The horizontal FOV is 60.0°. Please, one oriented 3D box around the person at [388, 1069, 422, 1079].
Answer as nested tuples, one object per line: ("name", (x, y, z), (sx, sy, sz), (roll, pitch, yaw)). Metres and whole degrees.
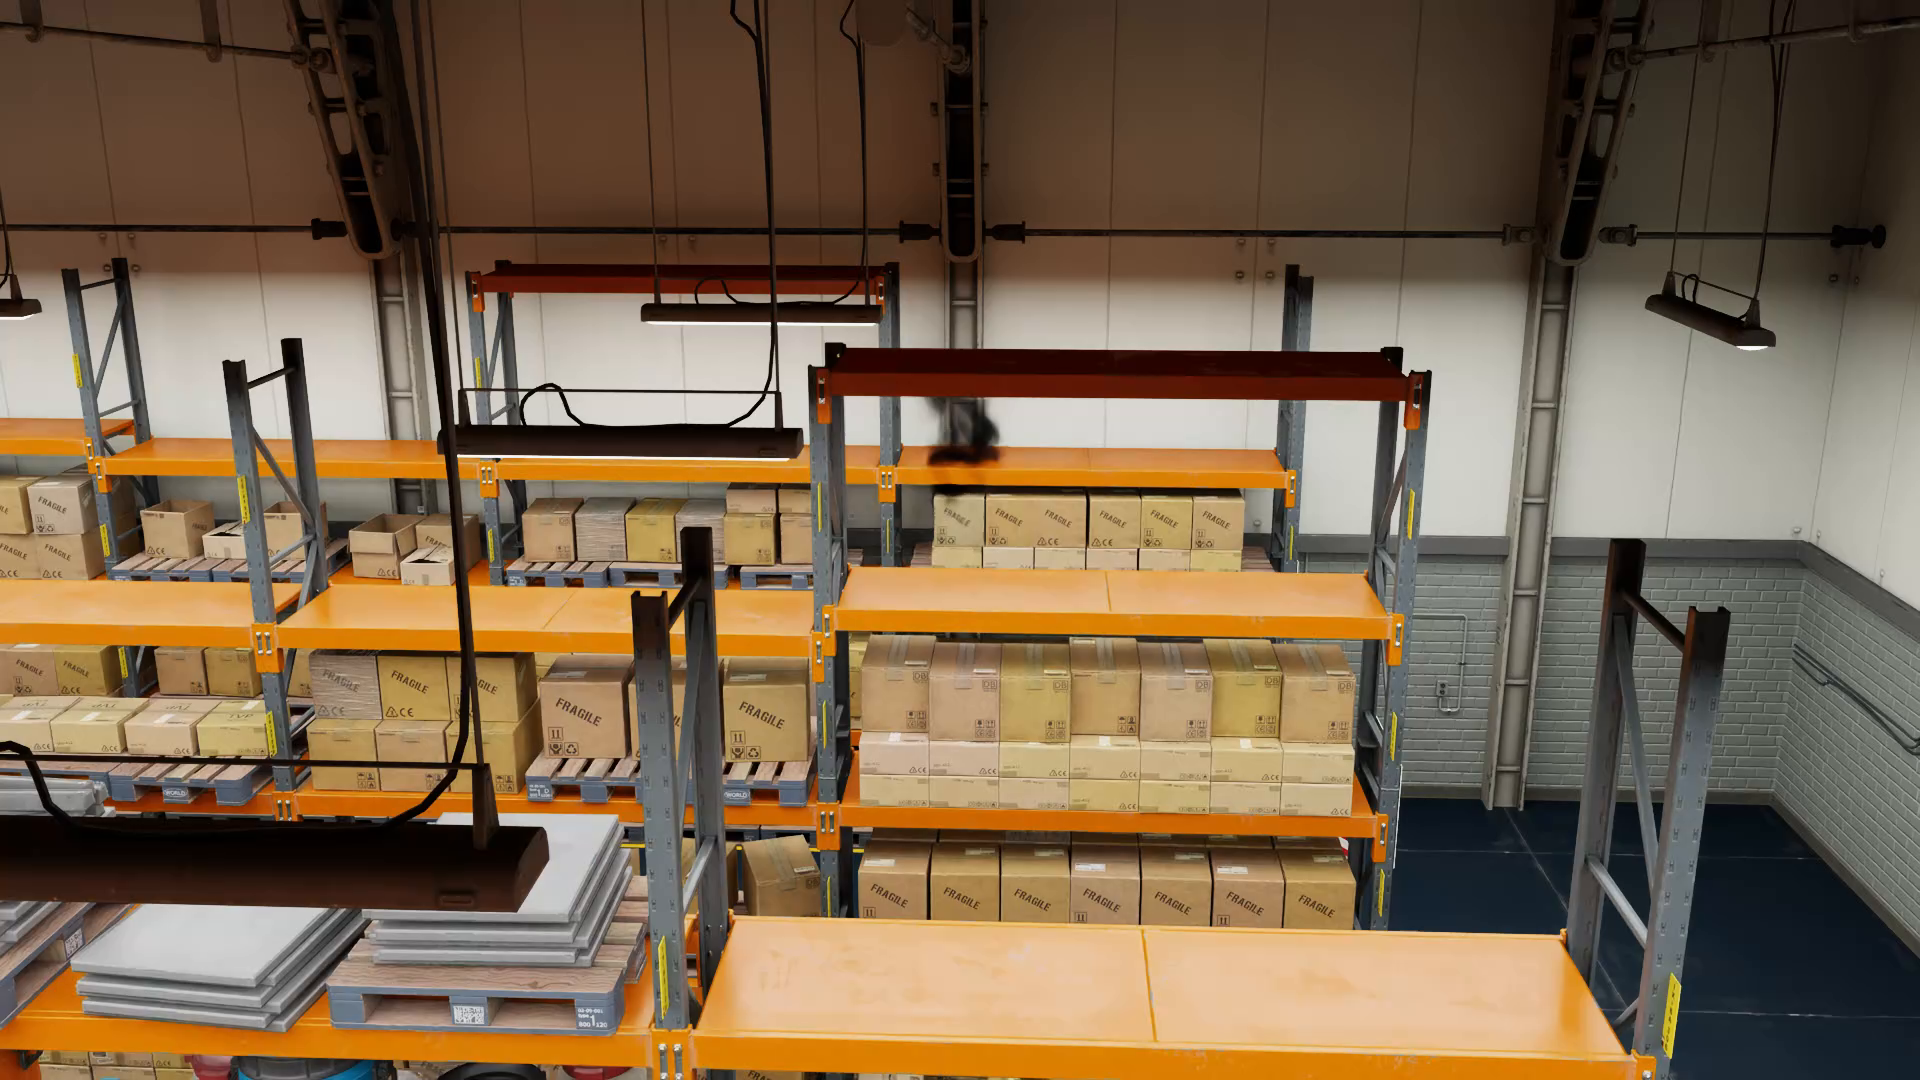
("person", (-3.640, 4.238, 10.837), (0.666, 1.761, 0.642), (-2, 16, -8))
